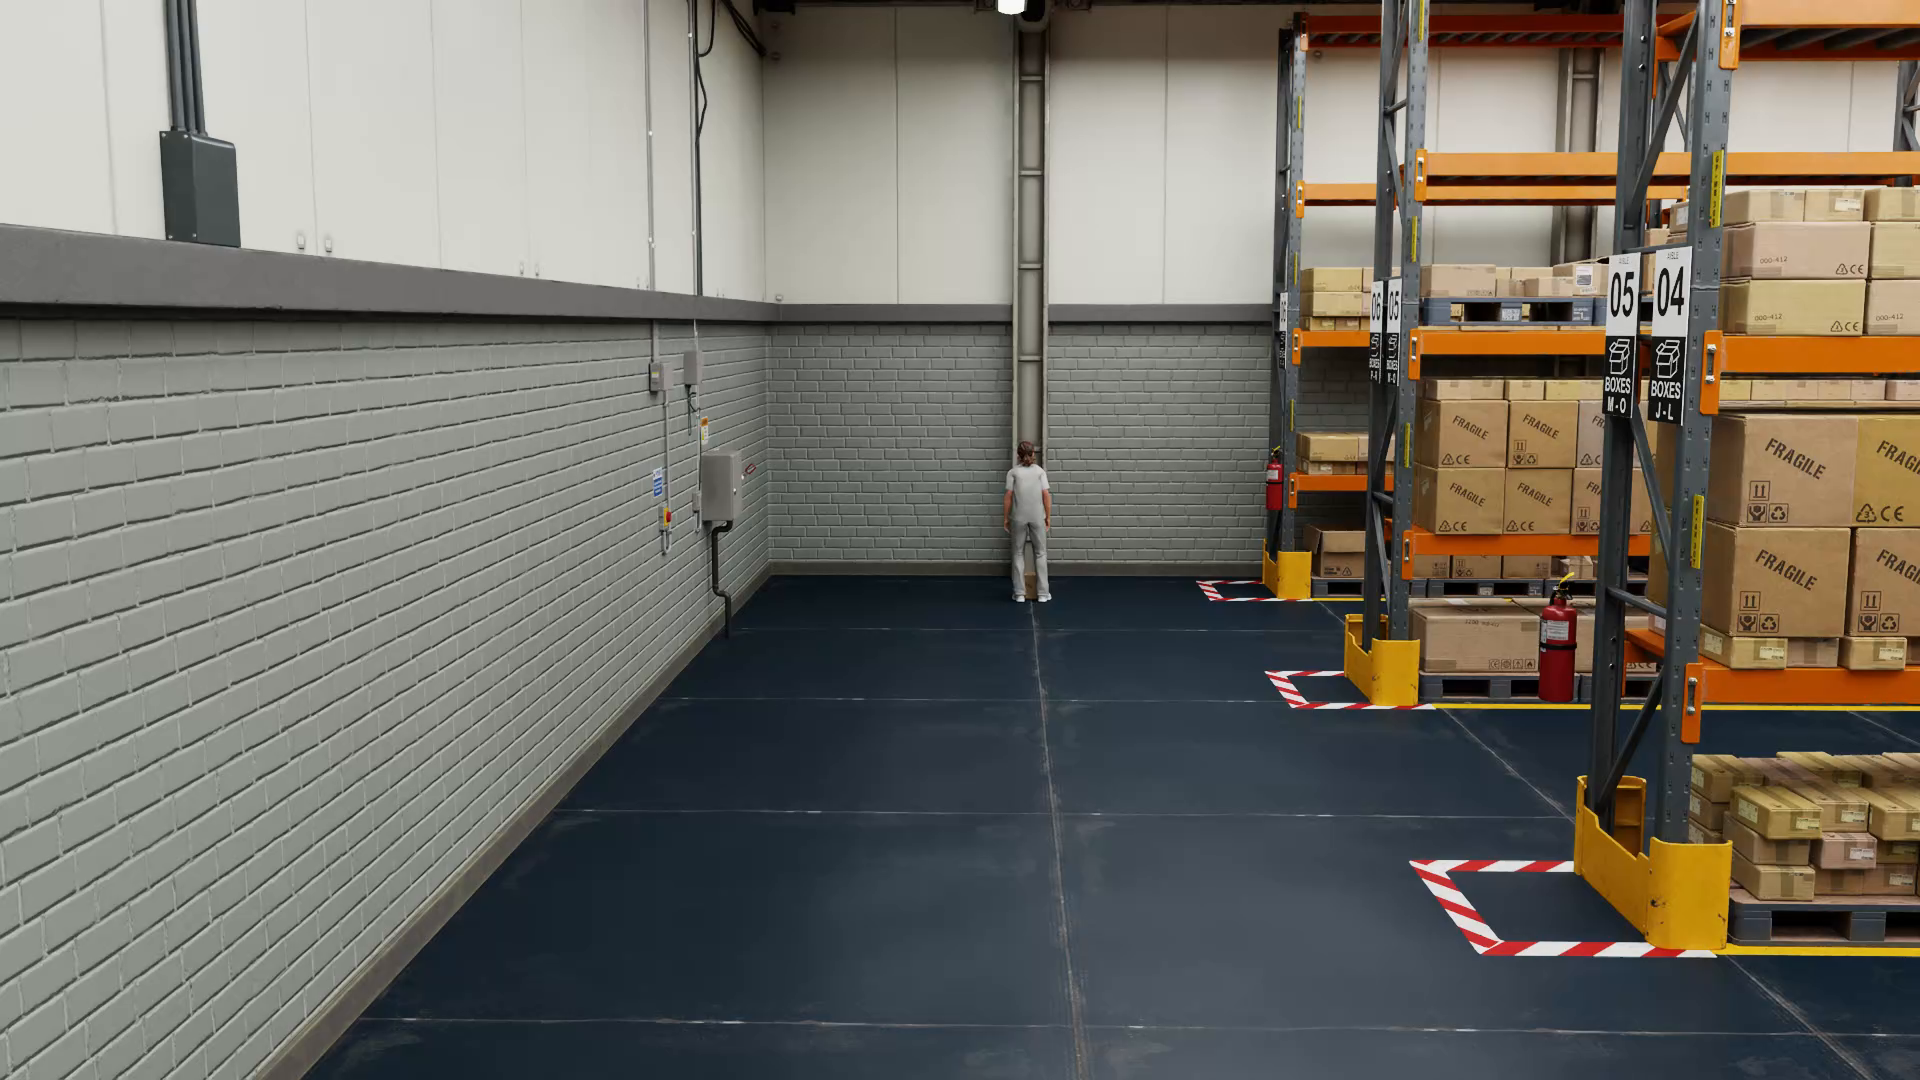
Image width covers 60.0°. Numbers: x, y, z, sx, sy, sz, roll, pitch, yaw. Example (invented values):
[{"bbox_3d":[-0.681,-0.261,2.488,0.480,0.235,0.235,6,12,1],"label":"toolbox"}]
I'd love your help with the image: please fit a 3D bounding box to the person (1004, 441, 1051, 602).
[{"bbox_3d":[0.707,-0.194,17.296,0.513,1.673,0.356,0,7,-1],"label":"person"}]
